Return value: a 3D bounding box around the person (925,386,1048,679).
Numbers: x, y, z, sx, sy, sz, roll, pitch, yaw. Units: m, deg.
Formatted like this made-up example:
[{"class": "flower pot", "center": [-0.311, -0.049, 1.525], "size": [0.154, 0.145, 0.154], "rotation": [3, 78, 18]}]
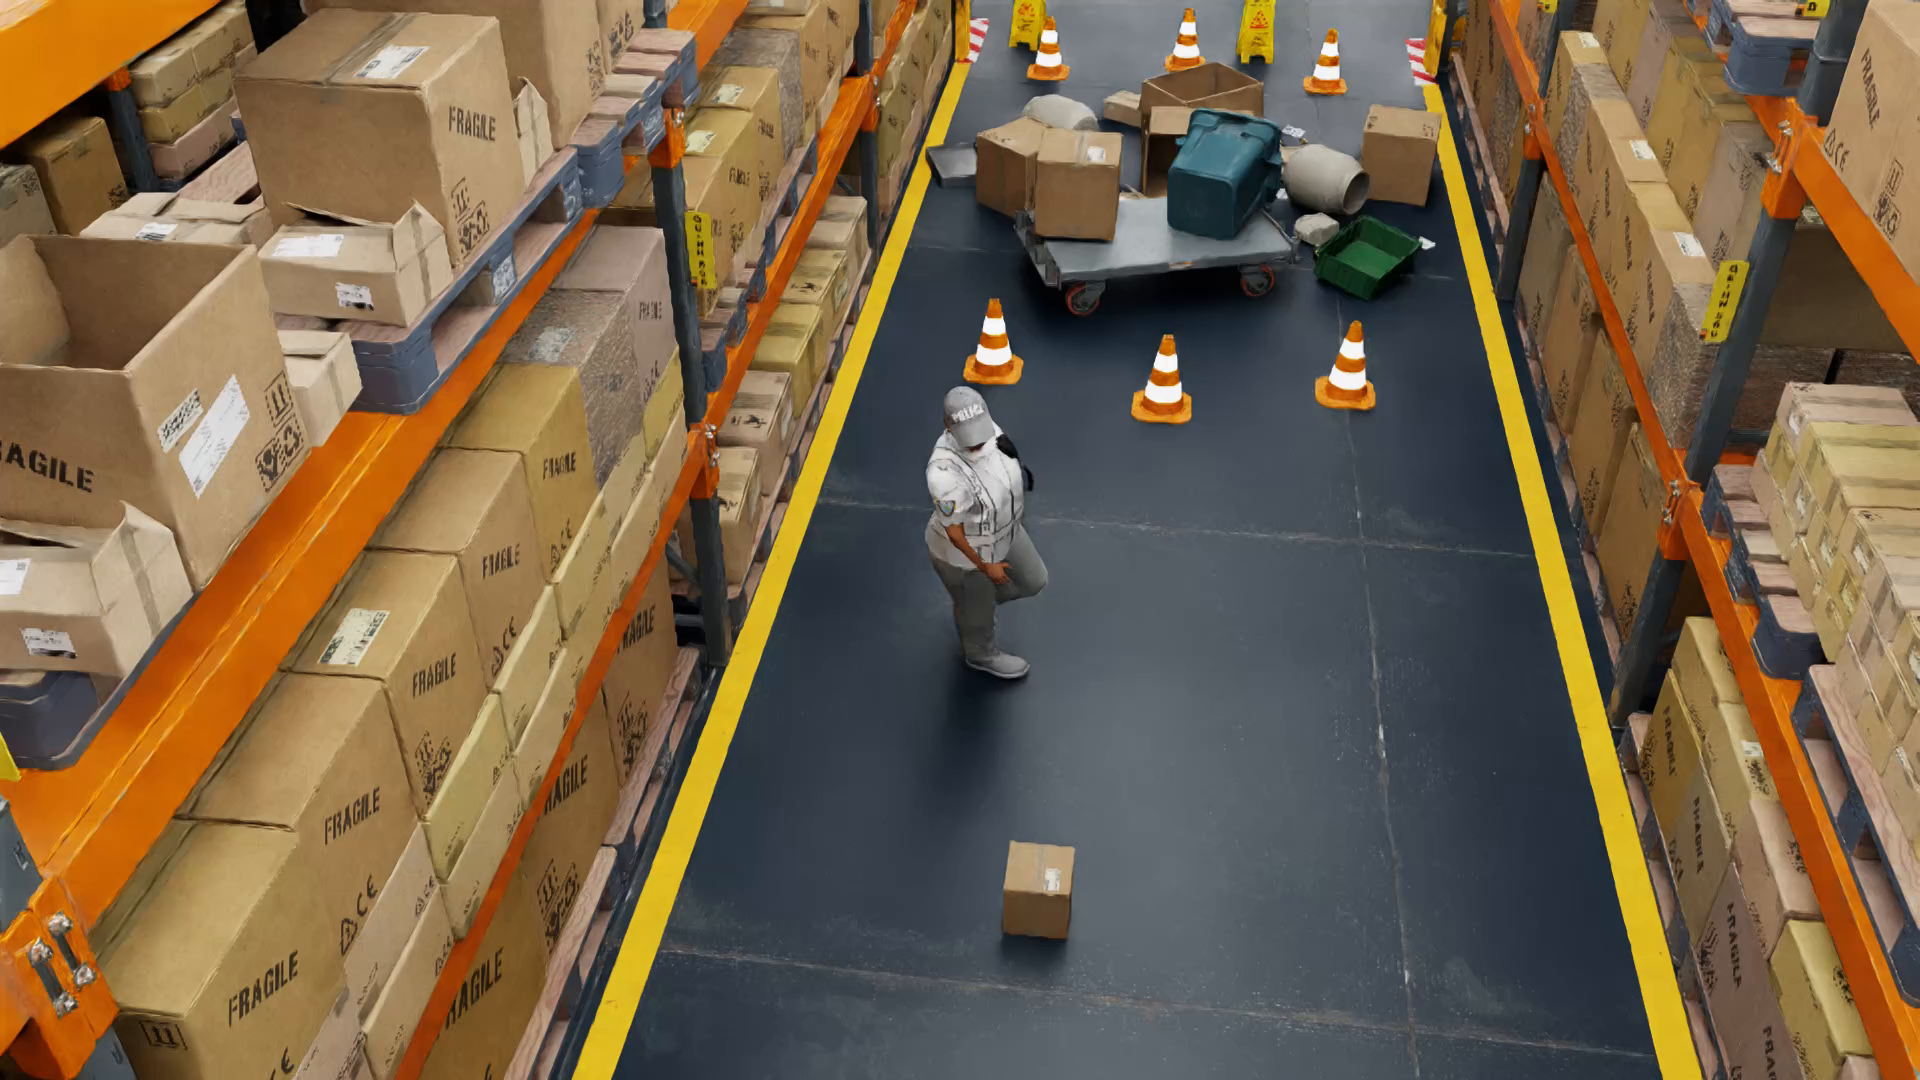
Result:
[{"class": "person", "center": [0.092, -0.025, 7.079], "size": [0.489, 1.622, 0.665], "rotation": [16, 39, 21]}]
